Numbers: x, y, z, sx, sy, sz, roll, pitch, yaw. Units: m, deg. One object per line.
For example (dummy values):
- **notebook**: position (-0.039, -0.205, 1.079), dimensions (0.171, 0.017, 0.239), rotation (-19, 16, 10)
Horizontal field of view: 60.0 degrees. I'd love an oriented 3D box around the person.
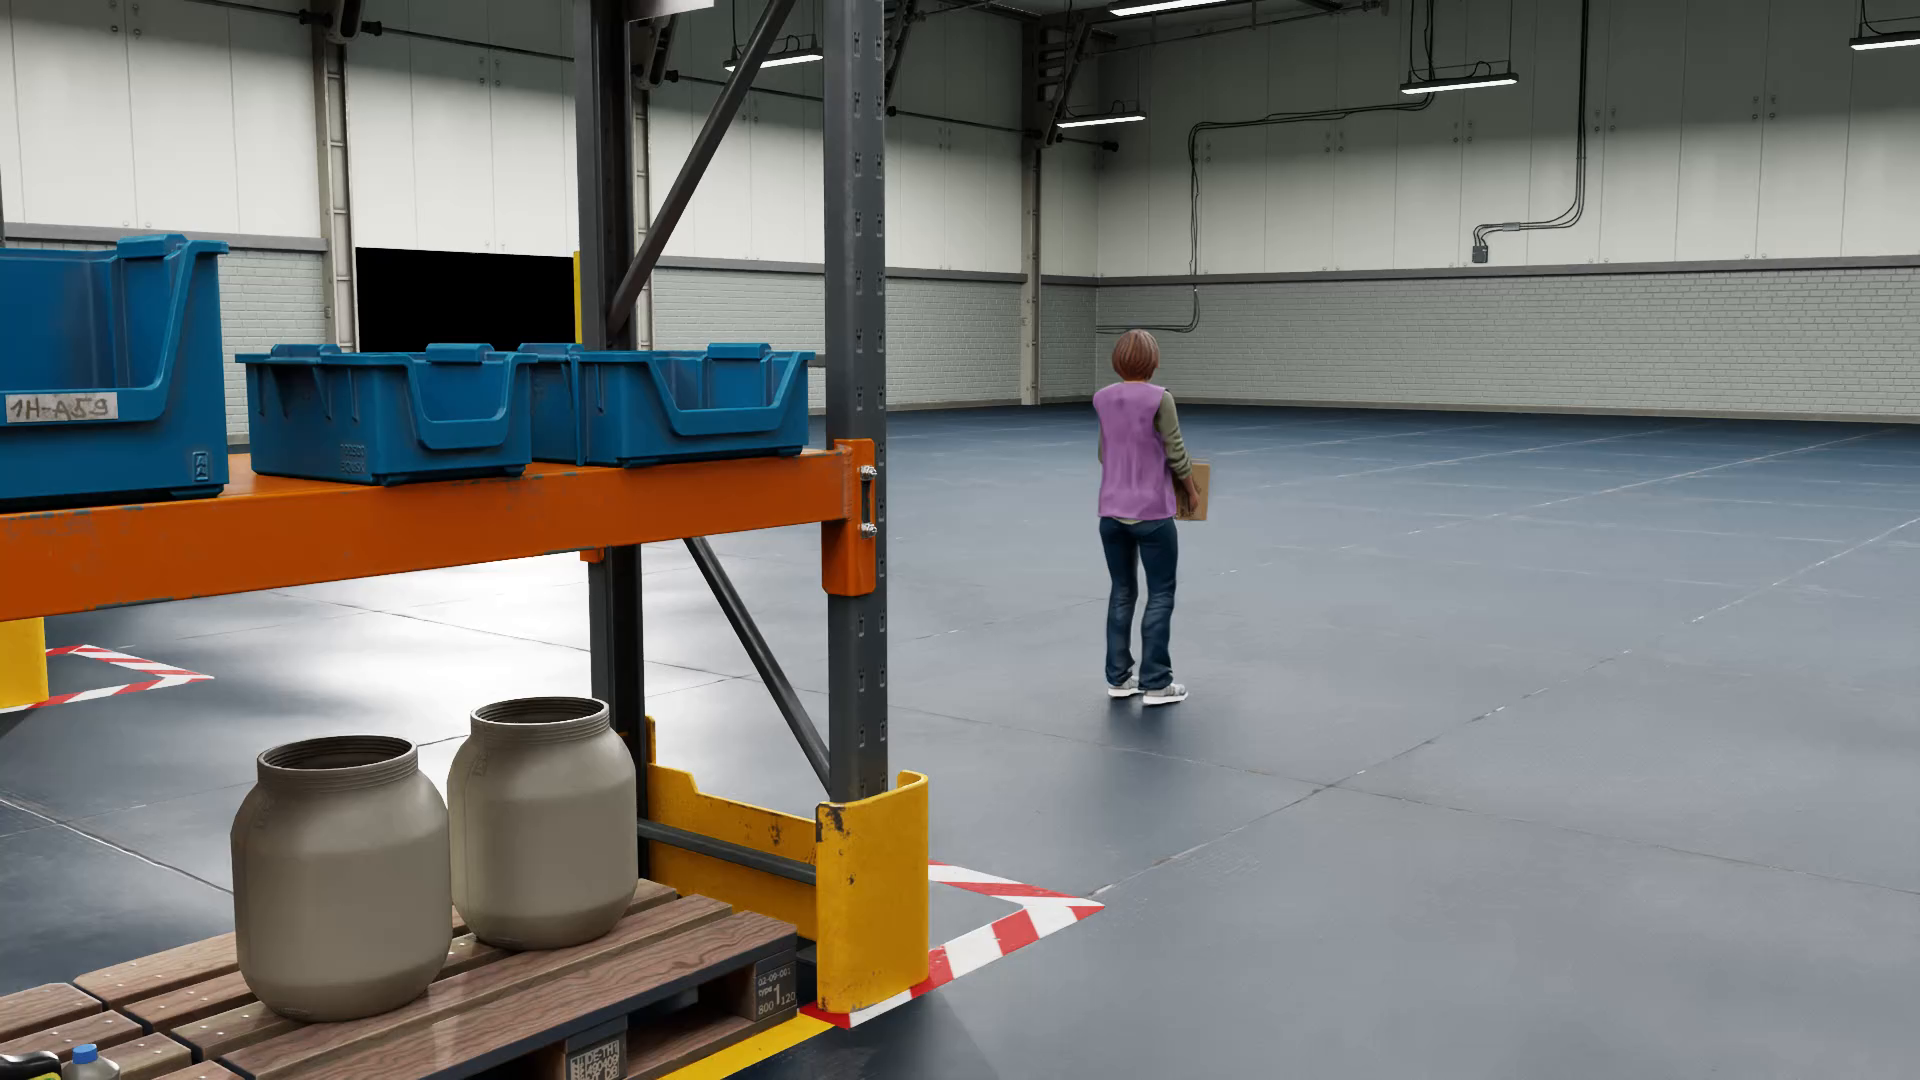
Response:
- **person**: position (0.807, -0.106, 7.204), dimensions (0.440, 1.602, 0.461), rotation (5, 9, 38)
